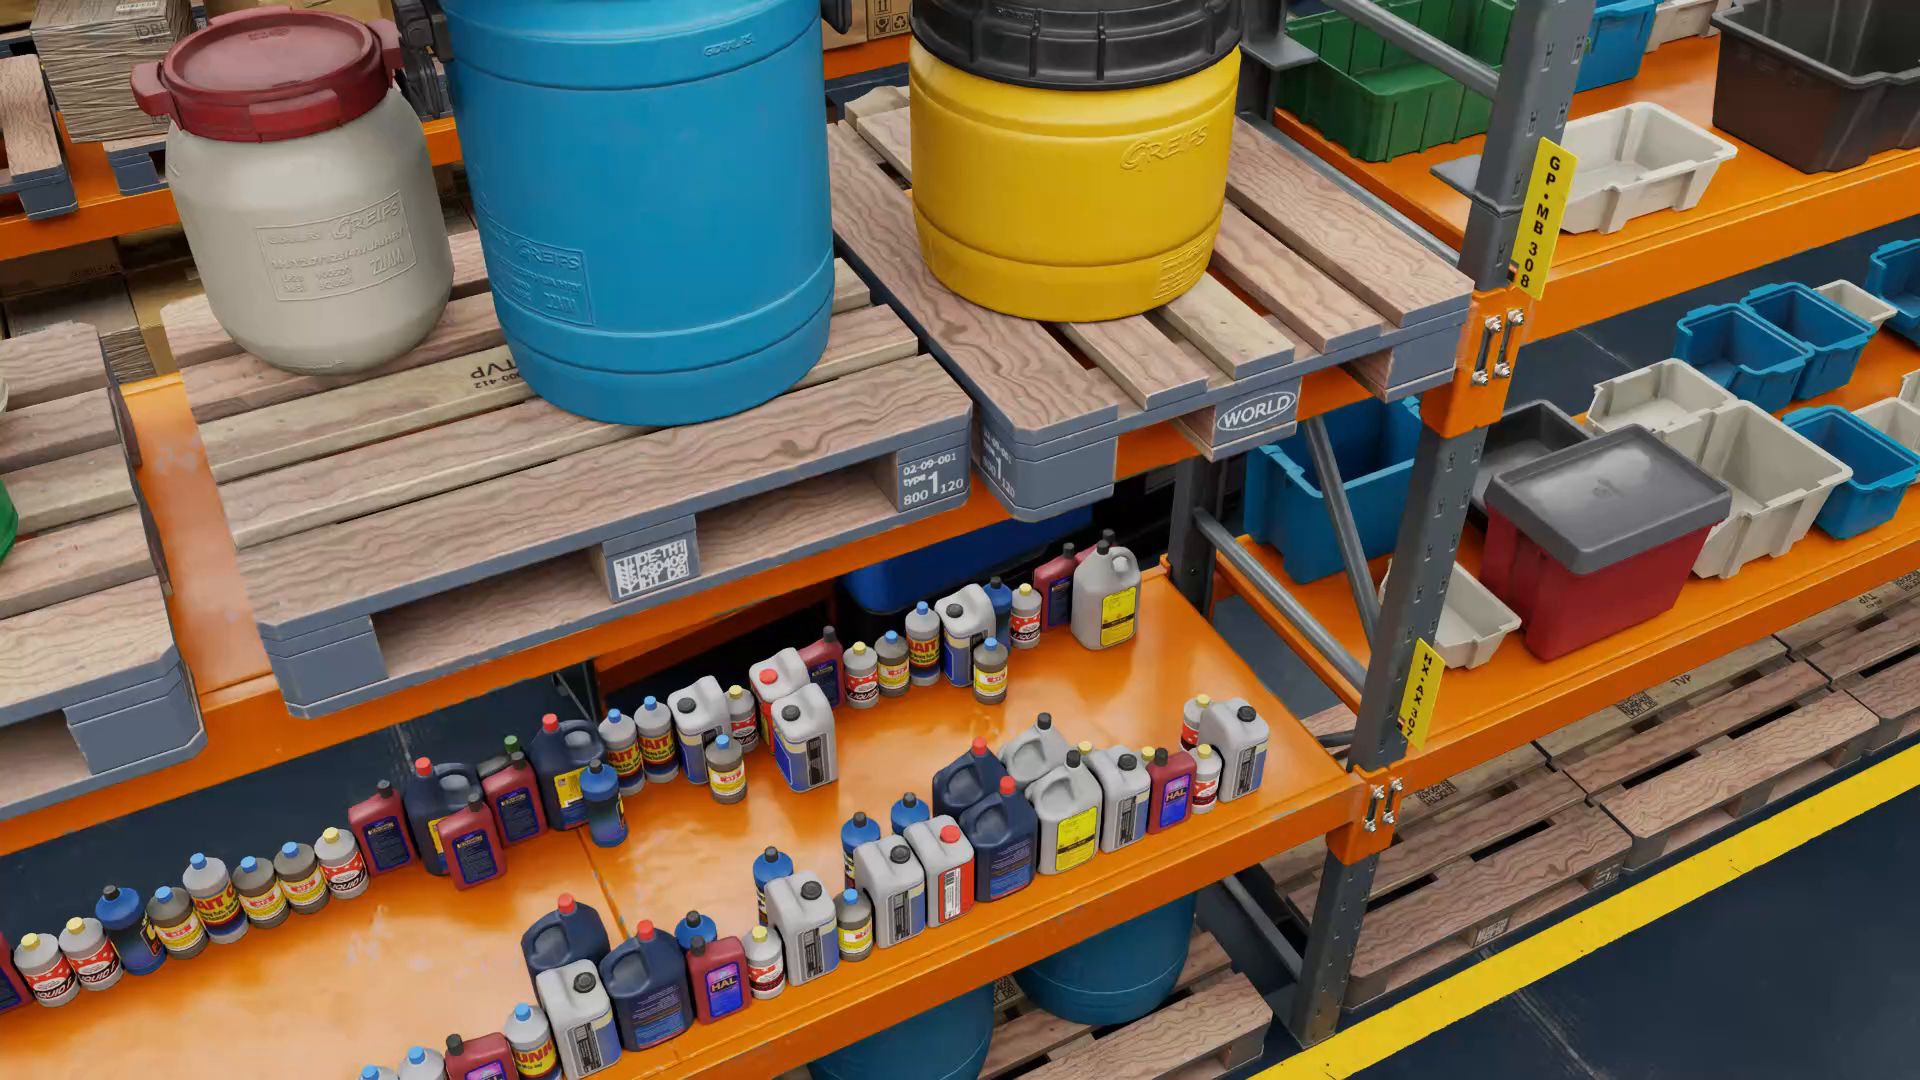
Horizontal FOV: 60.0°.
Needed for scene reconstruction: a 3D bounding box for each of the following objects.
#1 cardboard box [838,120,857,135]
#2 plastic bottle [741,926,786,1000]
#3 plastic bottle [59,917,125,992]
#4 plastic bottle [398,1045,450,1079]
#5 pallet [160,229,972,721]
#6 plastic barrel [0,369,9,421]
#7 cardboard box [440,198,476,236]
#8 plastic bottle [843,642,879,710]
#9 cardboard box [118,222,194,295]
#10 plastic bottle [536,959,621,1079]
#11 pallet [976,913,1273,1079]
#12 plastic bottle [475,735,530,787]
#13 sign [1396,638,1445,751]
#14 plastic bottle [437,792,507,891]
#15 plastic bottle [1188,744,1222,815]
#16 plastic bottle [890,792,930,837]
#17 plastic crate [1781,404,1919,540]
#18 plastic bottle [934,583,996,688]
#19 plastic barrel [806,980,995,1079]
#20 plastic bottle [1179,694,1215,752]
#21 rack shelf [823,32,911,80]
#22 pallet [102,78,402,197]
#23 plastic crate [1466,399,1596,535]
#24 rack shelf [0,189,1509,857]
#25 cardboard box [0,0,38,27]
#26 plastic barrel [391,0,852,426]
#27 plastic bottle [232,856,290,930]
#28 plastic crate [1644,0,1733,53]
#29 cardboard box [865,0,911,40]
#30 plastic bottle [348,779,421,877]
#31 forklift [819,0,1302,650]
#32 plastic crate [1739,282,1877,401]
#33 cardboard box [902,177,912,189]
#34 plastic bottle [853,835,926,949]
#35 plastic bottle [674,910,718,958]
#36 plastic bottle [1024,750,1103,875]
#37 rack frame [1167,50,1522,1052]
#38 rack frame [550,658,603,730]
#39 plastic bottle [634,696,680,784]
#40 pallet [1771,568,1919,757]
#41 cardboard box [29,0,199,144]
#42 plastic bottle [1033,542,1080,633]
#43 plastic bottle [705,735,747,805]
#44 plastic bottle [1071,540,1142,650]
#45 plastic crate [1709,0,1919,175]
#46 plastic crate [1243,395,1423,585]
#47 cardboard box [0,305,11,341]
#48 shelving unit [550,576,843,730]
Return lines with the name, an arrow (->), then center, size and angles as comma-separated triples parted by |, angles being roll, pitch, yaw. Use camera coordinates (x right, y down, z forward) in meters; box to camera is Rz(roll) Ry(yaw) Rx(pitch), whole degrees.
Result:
cardboard box -> -0.684, -2.211, 9.407 | 0.250, 0.149, 0.380 | -19, 44, -21
plastic bottle -> -0.465, 0.985, 3.919 | 0.097, 0.201, 0.097 | 0, 40, 0
plastic bottle -> -2.062, 0.969, 3.937 | 0.097, 0.201, 0.097 | 0, 40, 0
plastic bottle -> -1.157, 1.191, 3.621 | 0.097, 0.271, 0.097 | 0, 40, 0
pallet -> -0.733, -0.256, 3.055 | 1.213, 0.211, 1.003 | -19, 44, -21
plastic barrel -> -1.742, -0.276, 2.714 | 0.301, 0.262, 0.301 | 0, 40, 0
cardboard box -> -2.555, -1.263, 8.014 | 0.500, 0.500, 0.500 | -18, 43, -20
plastic bottle -> -0.277, 0.369, 4.646 | 0.097, 0.201, 0.097 | 0, 40, 0
cardboard box -> -3.730, -1.241, 7.988 | 0.500, 0.500, 0.500 | -20, 44, -22
plastic bottle -> -0.862, 1.070, 3.760 | 0.135, 0.276, 0.152 | -19, 44, -21
pallet -> 0.219, 1.458, 5.365 | 1.213, 0.211, 1.003 | -19, 44, -21
plastic bottle -> -1.168, 0.624, 4.282 | 0.133, 0.283, 0.061 | -19, 44, -21
sign -> 1.175, 0.397, 4.245 | 0.005, 0.325, 0.100 | -19, 44, -21
plastic bottle -> -1.220, 0.746, 4.137 | 0.133, 0.283, 0.061 | -19, 44, -21
plastic bottle -> 0.632, 0.616, 4.355 | 0.097, 0.201, 0.097 | 0, 40, 0
plastic bottle -> -0.124, 0.732, 4.163 | 0.097, 0.271, 0.097 | 0, 40, 0
plastic crate -> 2.767, -0.206, 5.255 | 0.300, 0.233, 0.416 | -19, 44, -21
plastic bottle -> 0.011, 0.263, 4.713 | 0.135, 0.276, 0.152 | -19, 44, -21
plastic barrel -> -0.196, 1.191, 4.820 | 0.708, 0.901, 0.600 | -19, 44, -21
plastic bottle -> 0.648, 0.500, 4.492 | 0.097, 0.201, 0.097 | 0, 40, 0
rack shelf -> 0.411, -2.975, 9.000 | 4.000, 0.370, 1.077 | -19, 44, -21
pallet -> -3.188, -1.969, 7.403 | 1.213, 0.211, 1.003 | -19, 44, -21
plastic crate -> 1.791, -0.219, 5.354 | 0.590, 0.125, 0.437 | -19, 44, -21
rack shelf -> -0.852, -0.087, 3.266 | 4.000, 0.370, 1.077 | -19, 44, -21
cardboard box -> -6.489, -3.780, 10.733 | 0.750, 0.750, 0.750 | -19, 44, -21
plastic barrel -> -0.521, -0.713, 2.735 | 0.708, 0.901, 0.600 | -19, 44, -21
plastic bottle -> -1.717, 0.853, 4.074 | 0.097, 0.201, 0.097 | 0, 40, 0
plastic crate -> 1.874, -1.455, 4.530 | 0.466, 0.136, 0.293 | -19, 44, -21
cardboard box -> -0.332, -2.841, 8.208 | 0.500, 0.500, 0.500 | -18, 43, -20
plastic bottle -> -1.450, 0.719, 4.169 | 0.133, 0.283, 0.061 | -19, 44, -21
forklift -> 0.631, -1.395, 6.630 | 3.031, 2.935, 1.130 | -24, 46, -25
plastic crate -> 2.931, -0.688, 5.824 | 0.300, 0.233, 0.416 | -19, 44, -21
cardboard box -> -0.128, -2.004, 9.149 | 0.250, 0.166, 0.380 | -19, 44, -21
plastic bottle -> -0.169, 0.837, 4.036 | 0.135, 0.276, 0.152 | -19, 44, -21
plastic bottle -> -0.611, 0.963, 3.890 | 0.097, 0.271, 0.097 | 0, 40, 0
plastic bottle -> 0.258, 0.668, 4.178 | 0.185, 0.351, 0.144 | -19, 44, -21
rack frame -> 0.922, 0.187, 4.708 | 0.127, 3.000, 1.000 | -19, 44, -21
rack frame -> -1.466, 0.259, 6.073 | 0.032, 1.125, 0.500 | -24, 46, -25
plastic bottle -> -0.807, 0.520, 4.413 | 0.097, 0.271, 0.097 | 0, 40, 0
pallet -> 3.720, 0.281, 6.754 | 1.213, 0.211, 1.003 | -19, 44, -21
cardboard box -> -3.505, -2.073, 6.975 | 0.500, 0.500, 0.700 | -11, 41, -13
plastic bottle -> 0.281, 0.136, 4.858 | 0.133, 0.283, 0.061 | -19, 44, -21
plastic bottle -> -0.617, 0.594, 4.380 | 0.097, 0.201, 0.097 | 0, 40, 0
plastic bottle -> 0.424, 0.137, 4.805 | 0.185, 0.351, 0.144 | -19, 44, -21
plastic crate -> 2.150, -1.122, 4.033 | 0.590, 0.269, 0.497 | -19, 44, -21
plastic crate -> 1.179, -0.165, 5.089 | 0.575, 0.384, 0.392 | -19, 44, -21
cardboard box -> -4.375, -0.645, 7.284 | 0.500, 0.500, 0.500 | -17, 43, -19
shelving unit -> -1.046, 0.075, 6.291 | 1.048, 1.125, 0.538 | -24, 46, -25
